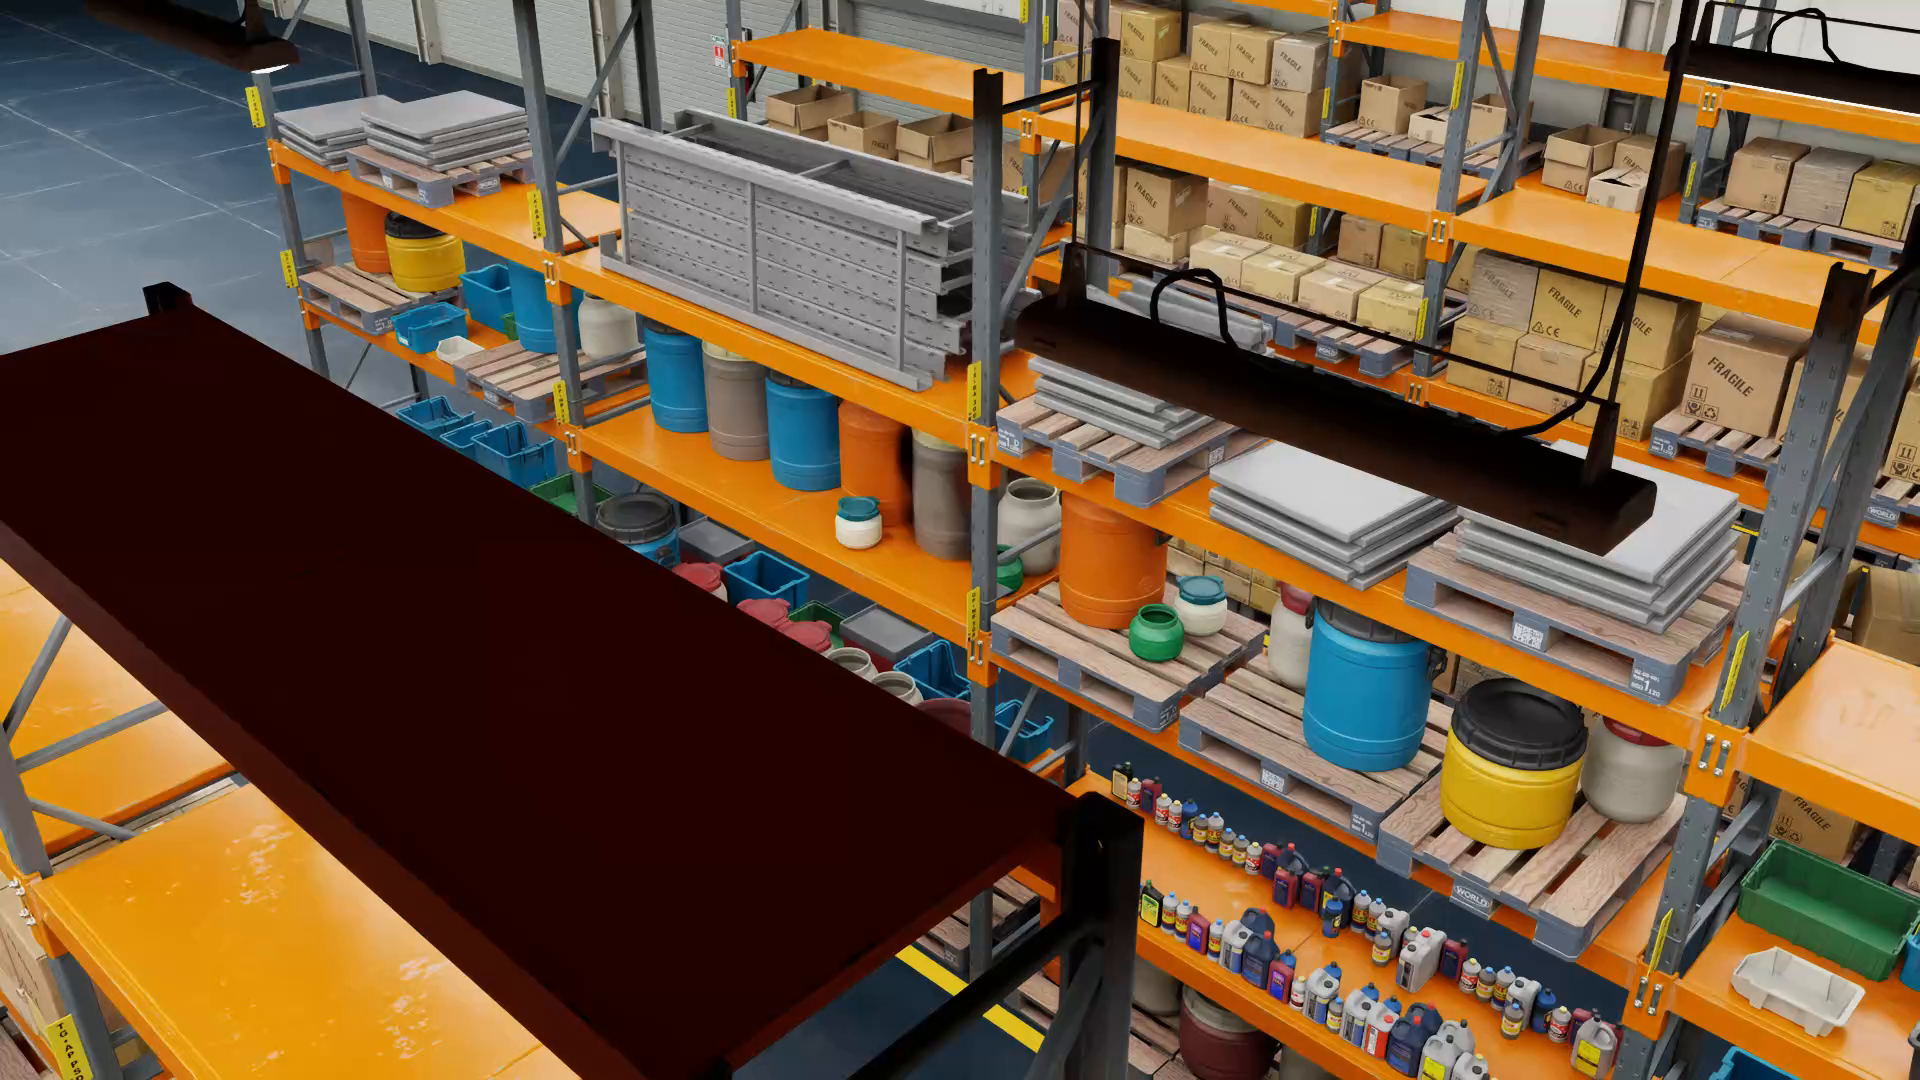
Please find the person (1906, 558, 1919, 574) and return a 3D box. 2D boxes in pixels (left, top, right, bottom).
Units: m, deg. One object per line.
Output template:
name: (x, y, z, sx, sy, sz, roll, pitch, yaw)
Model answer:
person: (8.259, 0.293, 14.051, 0.920, 1.608, 0.572, 18, 34, 29)
